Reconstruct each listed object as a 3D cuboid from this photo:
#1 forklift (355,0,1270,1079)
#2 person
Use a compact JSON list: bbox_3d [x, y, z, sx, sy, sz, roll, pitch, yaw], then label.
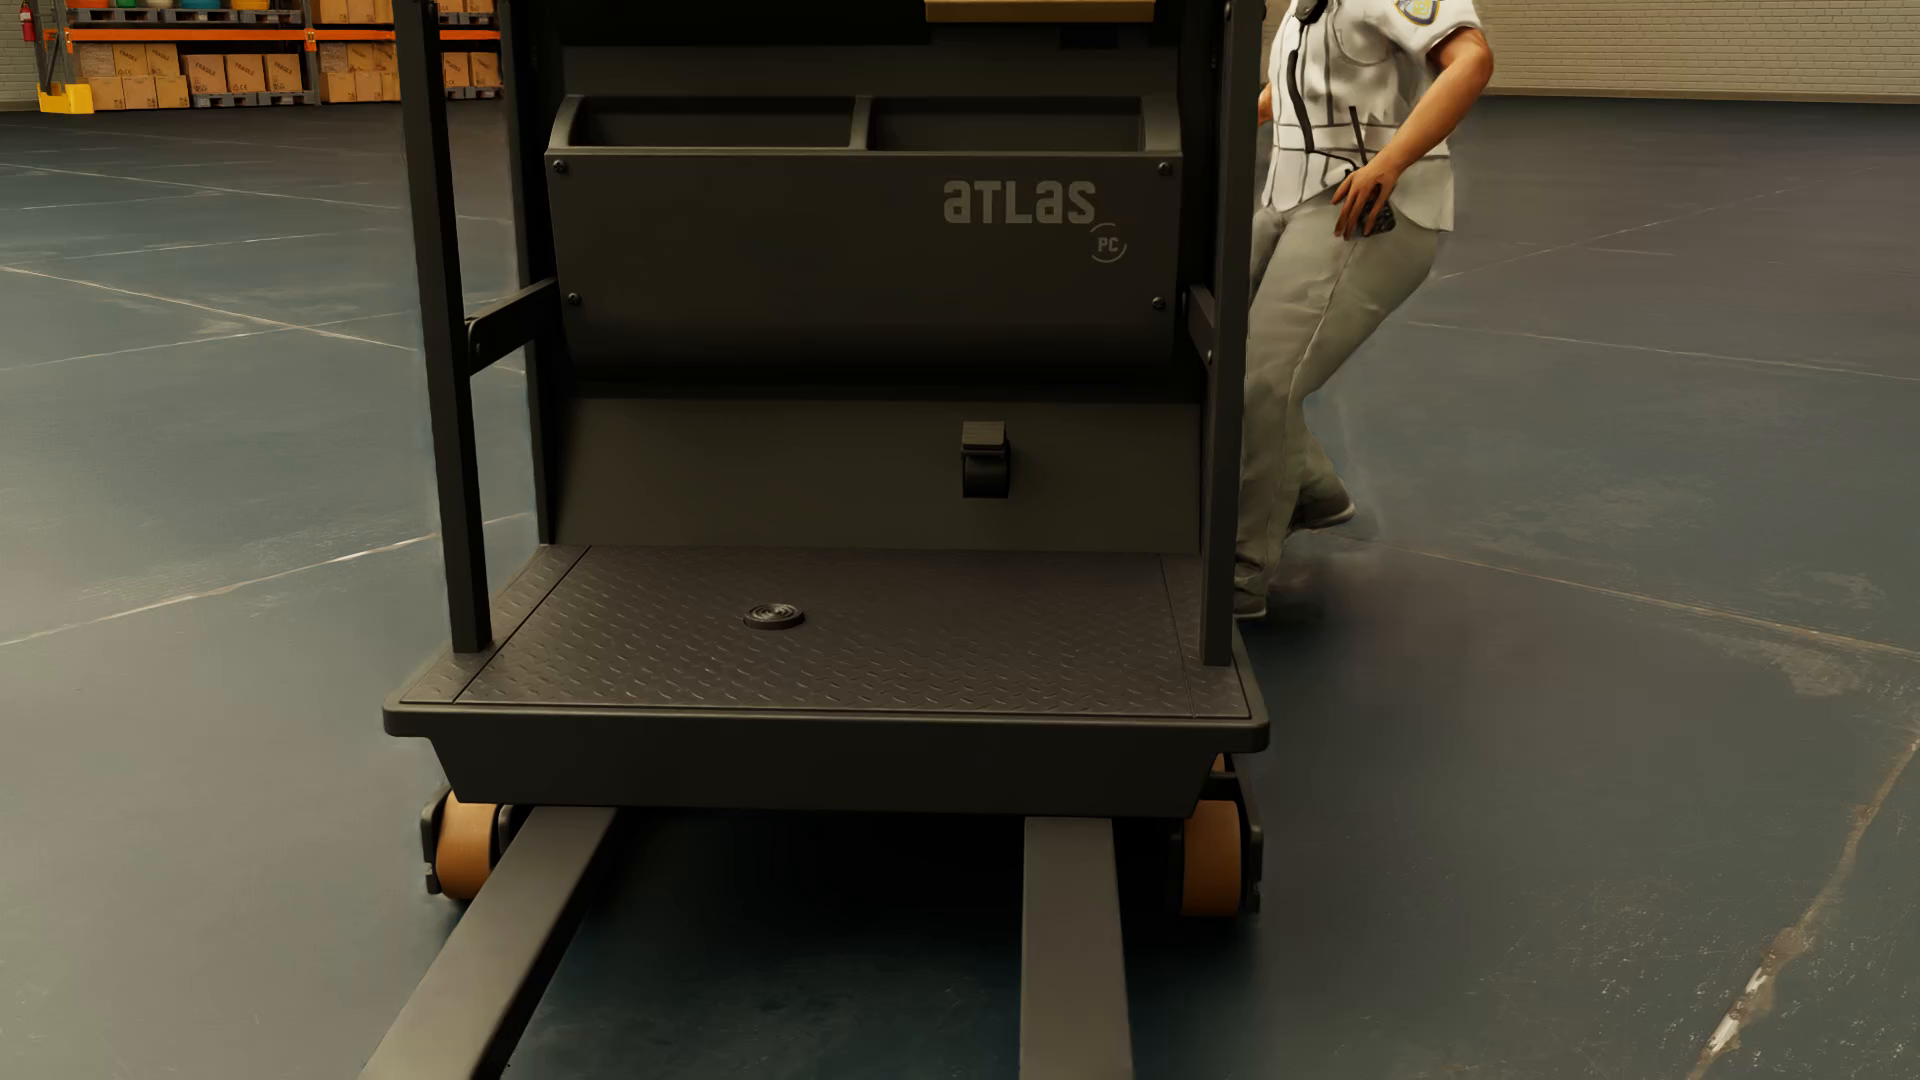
[{"bbox_3d":[-0.148,-0.984,2.139,1.130,2.935,3.031,1,17,3],"label":"forklift"},{"bbox_3d":[0.662,-0.658,3.406,0.665,1.591,0.890,-1,17,-2],"label":"person"}]
